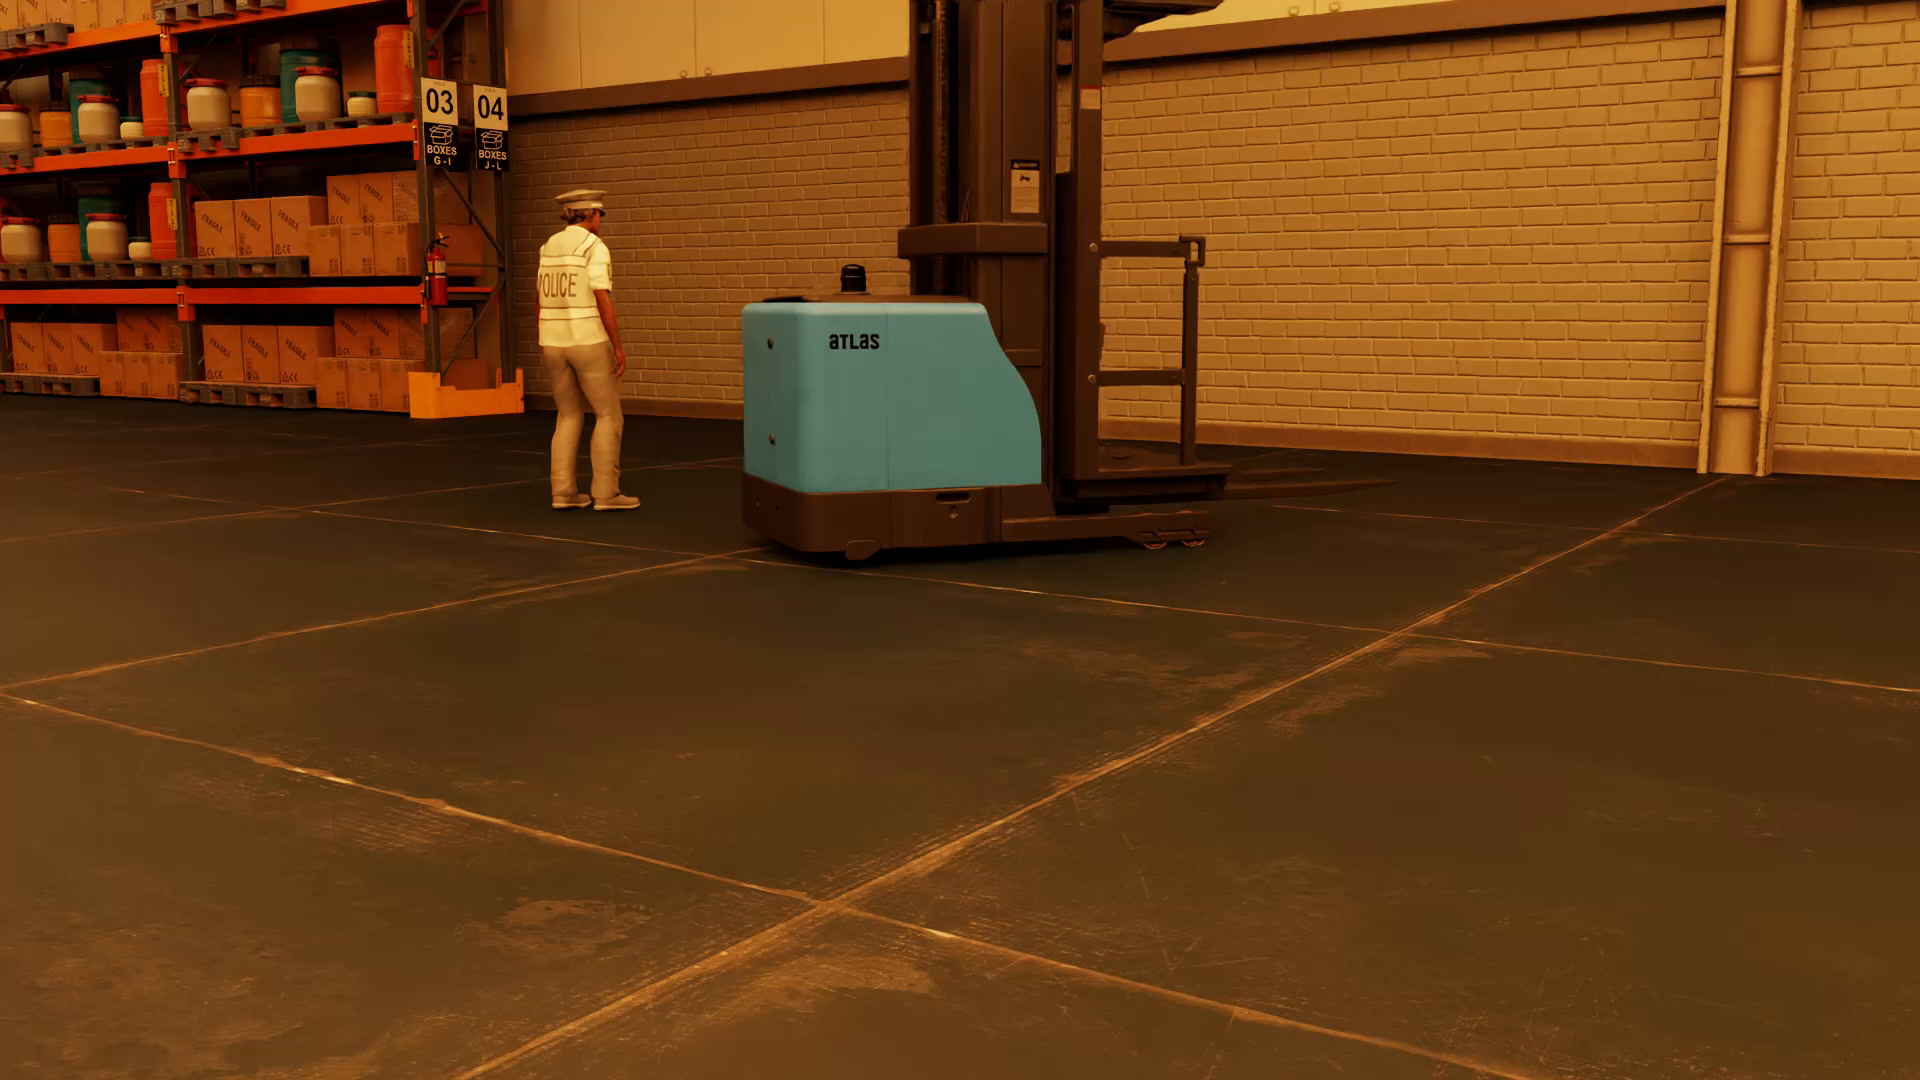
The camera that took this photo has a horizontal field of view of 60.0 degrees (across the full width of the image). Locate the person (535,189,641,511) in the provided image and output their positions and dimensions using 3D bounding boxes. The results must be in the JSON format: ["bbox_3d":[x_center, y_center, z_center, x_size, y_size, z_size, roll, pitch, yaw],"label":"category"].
[{"bbox_3d":[-1.965,-0.983,8.642,0.506,1.656,0.394,4,9,28],"label":"person"}]

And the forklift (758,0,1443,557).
[{"bbox_3d":[0.618,-1.451,7.394,3.031,2.935,1.130,-1,8,-7],"label":"forklift"}]
